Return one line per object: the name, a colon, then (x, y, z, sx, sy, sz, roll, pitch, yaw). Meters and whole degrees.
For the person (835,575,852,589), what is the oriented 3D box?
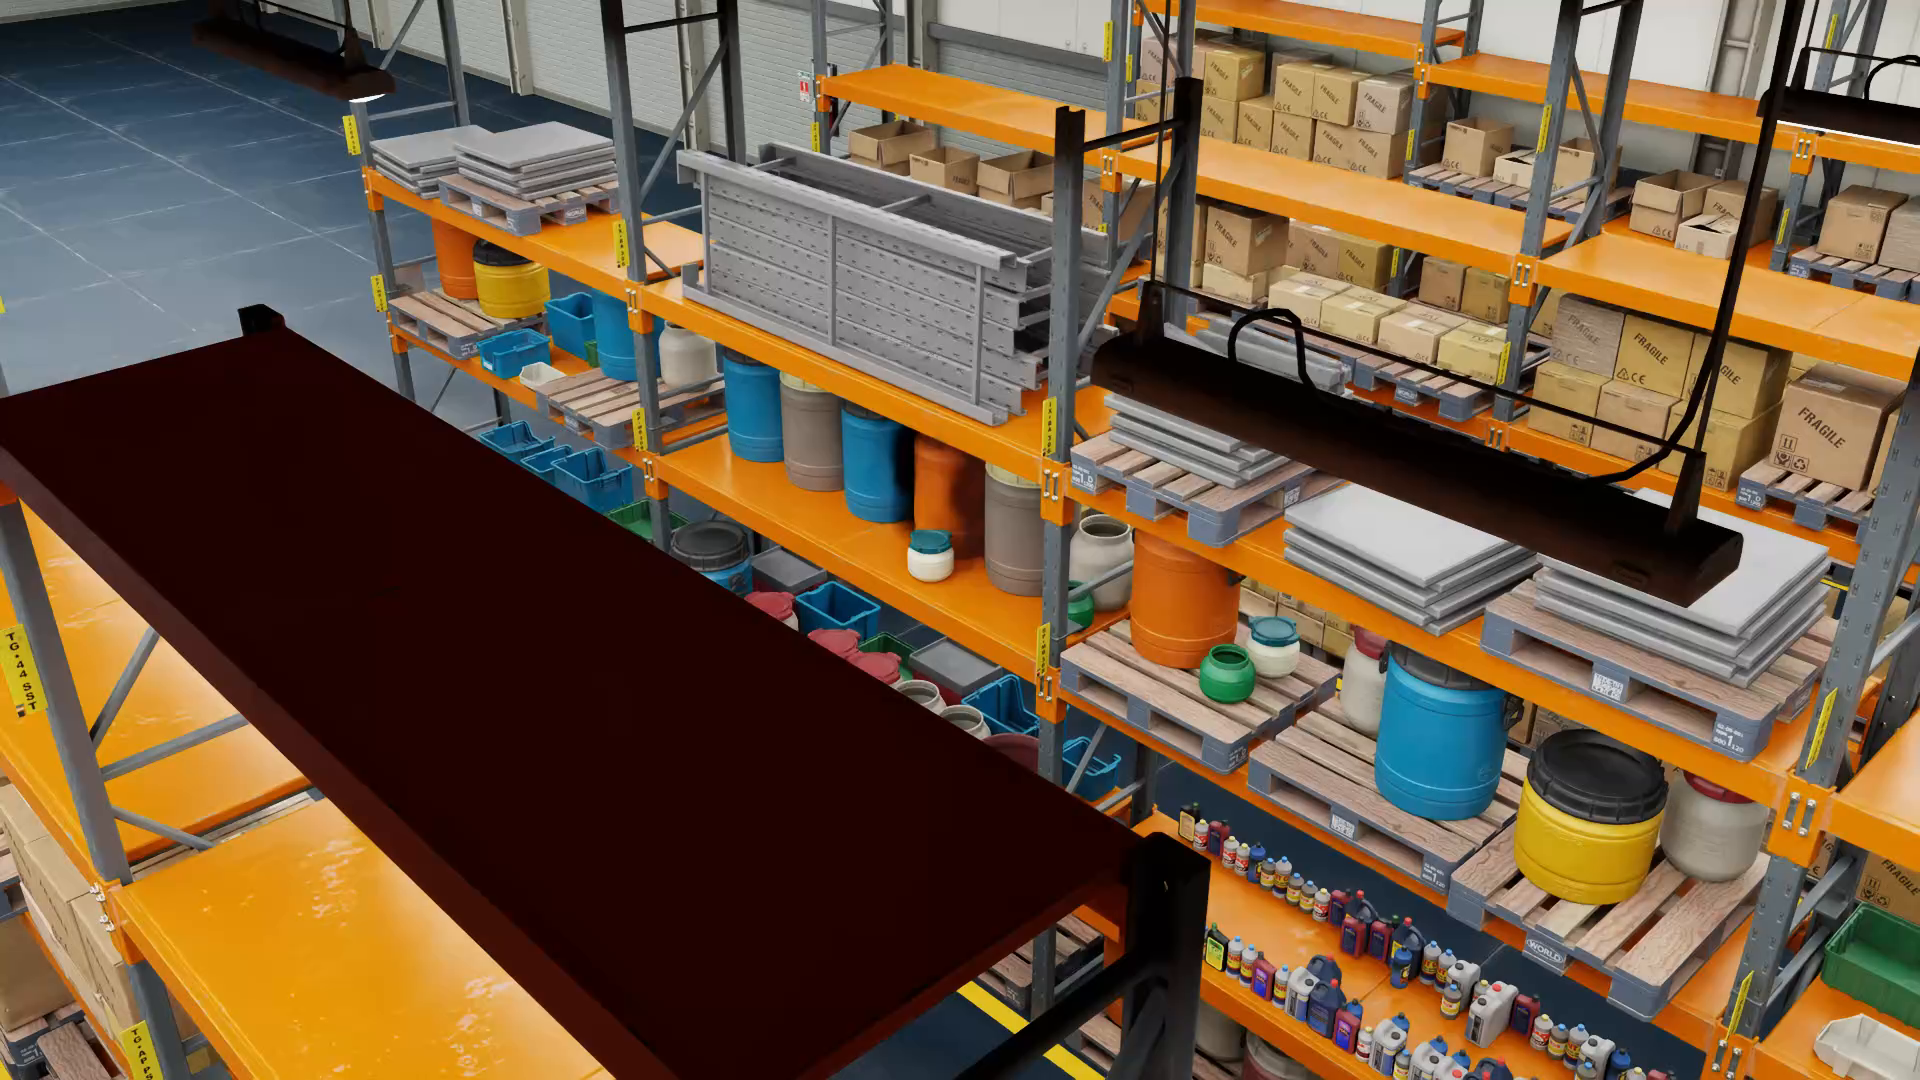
person: (-1.091, -0.333, 15.724, 0.490, 1.635, 0.461, -5, 29, -9)
